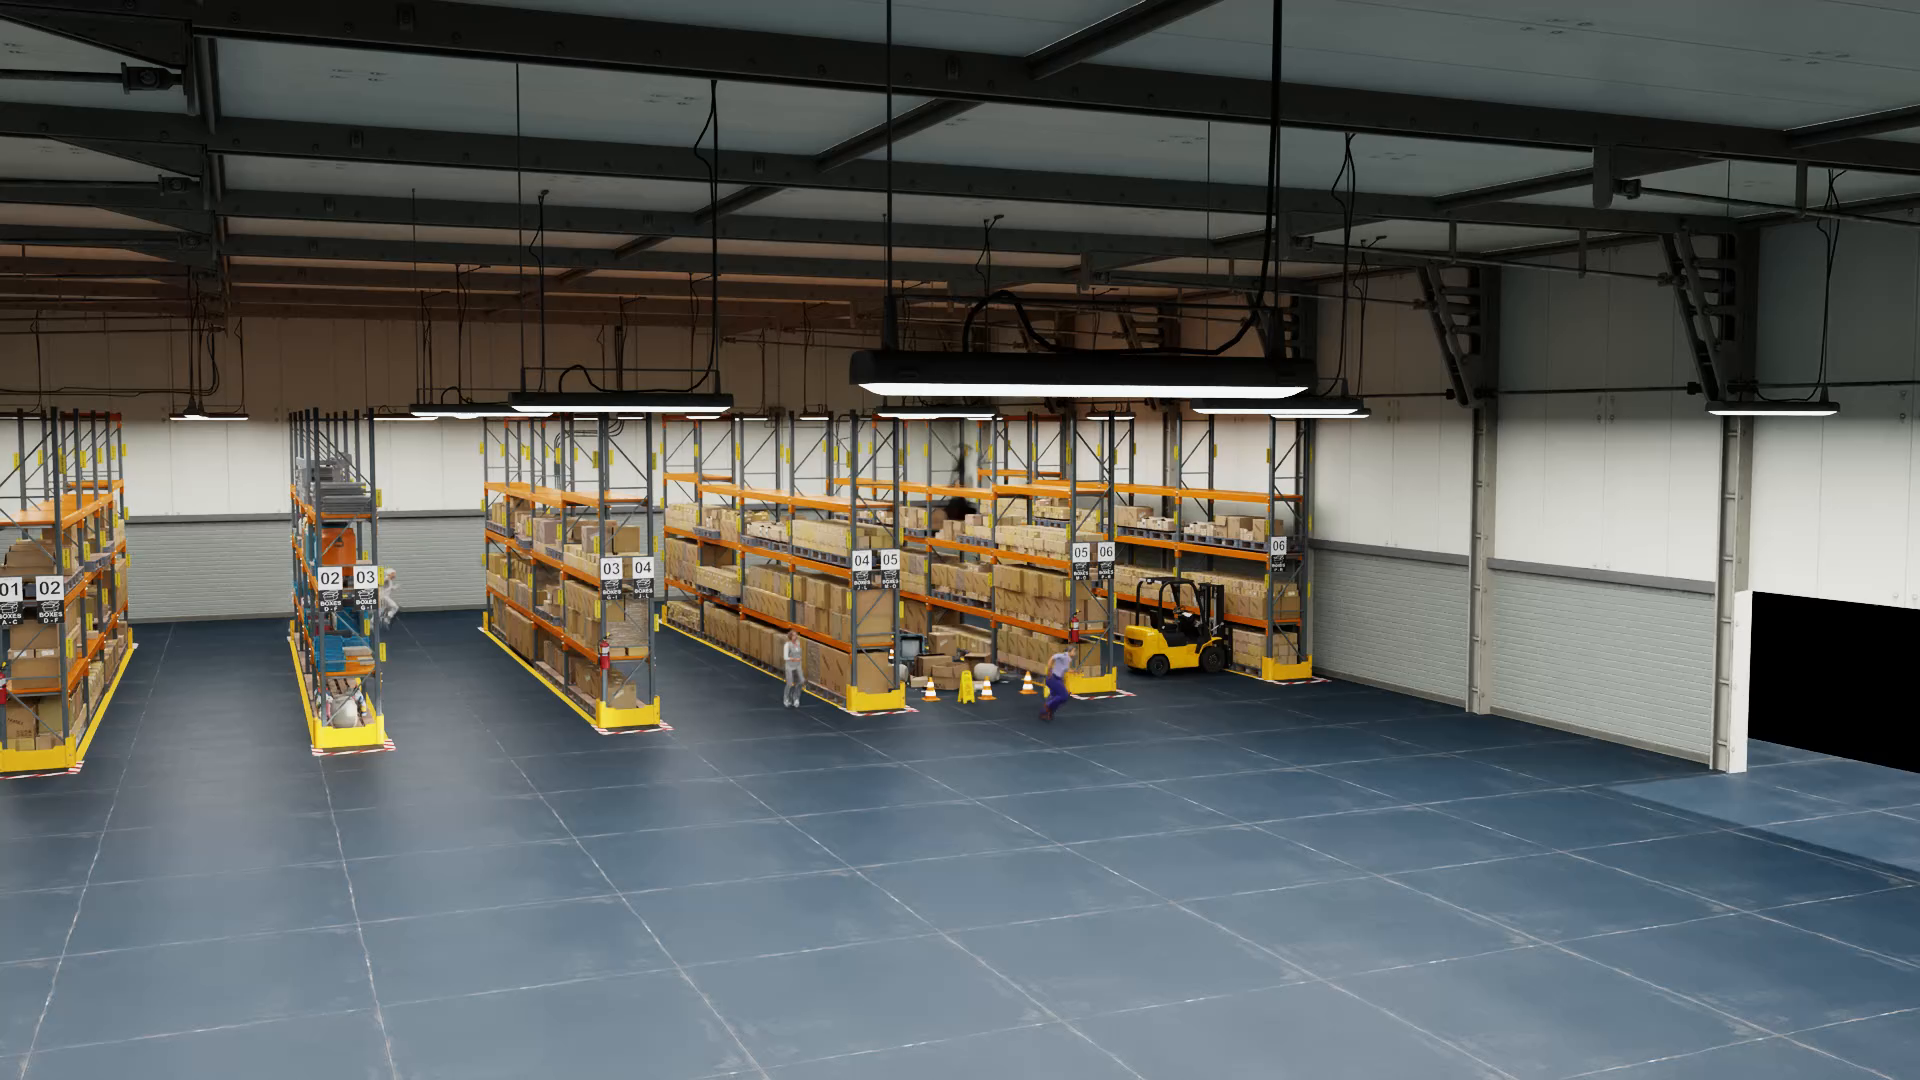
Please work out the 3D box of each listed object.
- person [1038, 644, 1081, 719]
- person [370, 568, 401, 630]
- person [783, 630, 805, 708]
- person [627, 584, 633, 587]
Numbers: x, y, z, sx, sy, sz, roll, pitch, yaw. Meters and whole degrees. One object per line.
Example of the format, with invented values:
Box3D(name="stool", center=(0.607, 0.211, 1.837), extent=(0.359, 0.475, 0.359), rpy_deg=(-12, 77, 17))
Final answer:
Box3D(name="person", center=(1.893, 2.741, 32.023), extent=(0.856, 1.482, 0.636), rpy_deg=(1, 4, 20))
Box3D(name="person", center=(-15.828, 1.634, 45.768), extent=(0.906, 1.701, 0.644), rpy_deg=(-2, 4, -25))
Box3D(name="person", center=(-3.331, 2.585, 33.382), extent=(0.504, 1.585, 0.726), rpy_deg=(-3, 5, -35))
Box3D(name="person", center=(-8.997, 1.672, 45.717), extent=(0.674, 1.701, 0.827), rpy_deg=(-1, 4, -18))
